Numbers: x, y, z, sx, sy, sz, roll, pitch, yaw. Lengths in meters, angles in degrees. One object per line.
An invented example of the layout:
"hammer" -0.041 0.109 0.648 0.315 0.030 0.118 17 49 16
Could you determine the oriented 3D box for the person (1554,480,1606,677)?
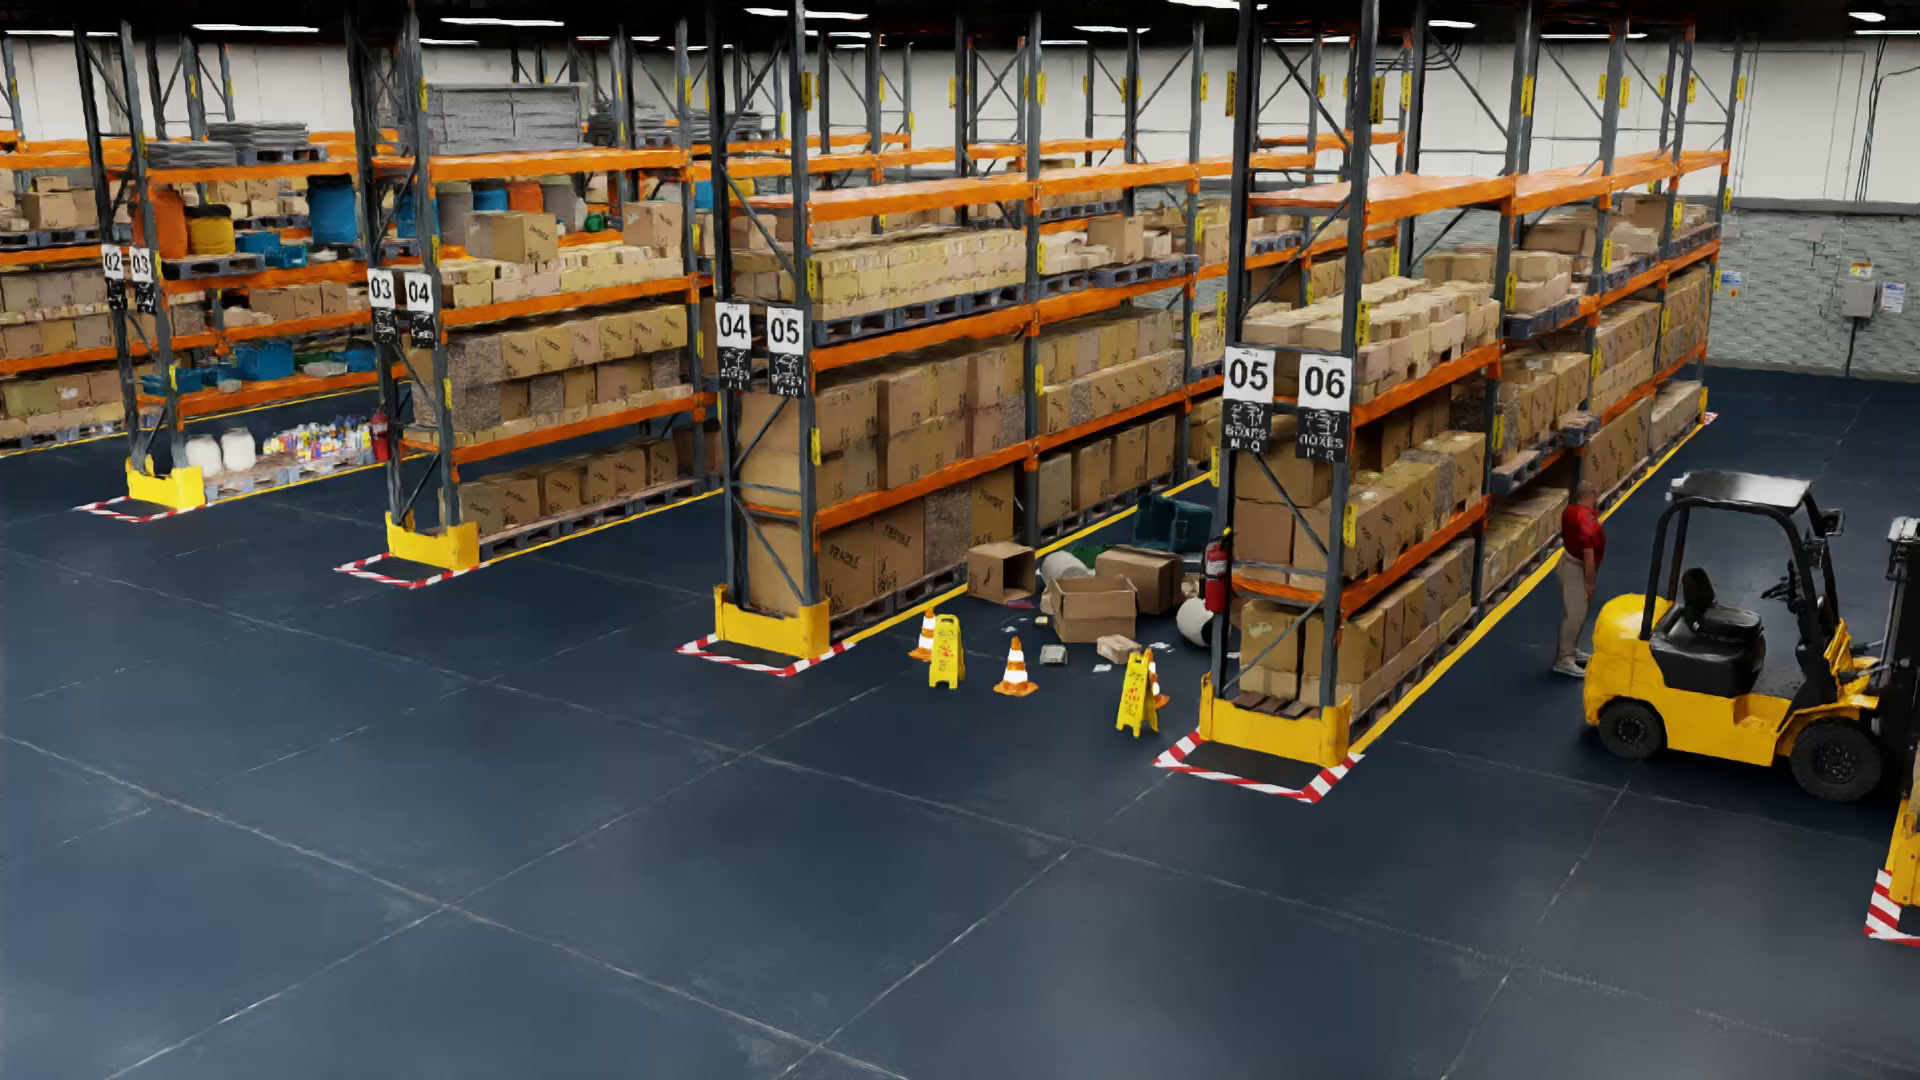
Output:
"person" 5.555 0.312 14.828 0.440 1.737 0.601 0 16 -1
